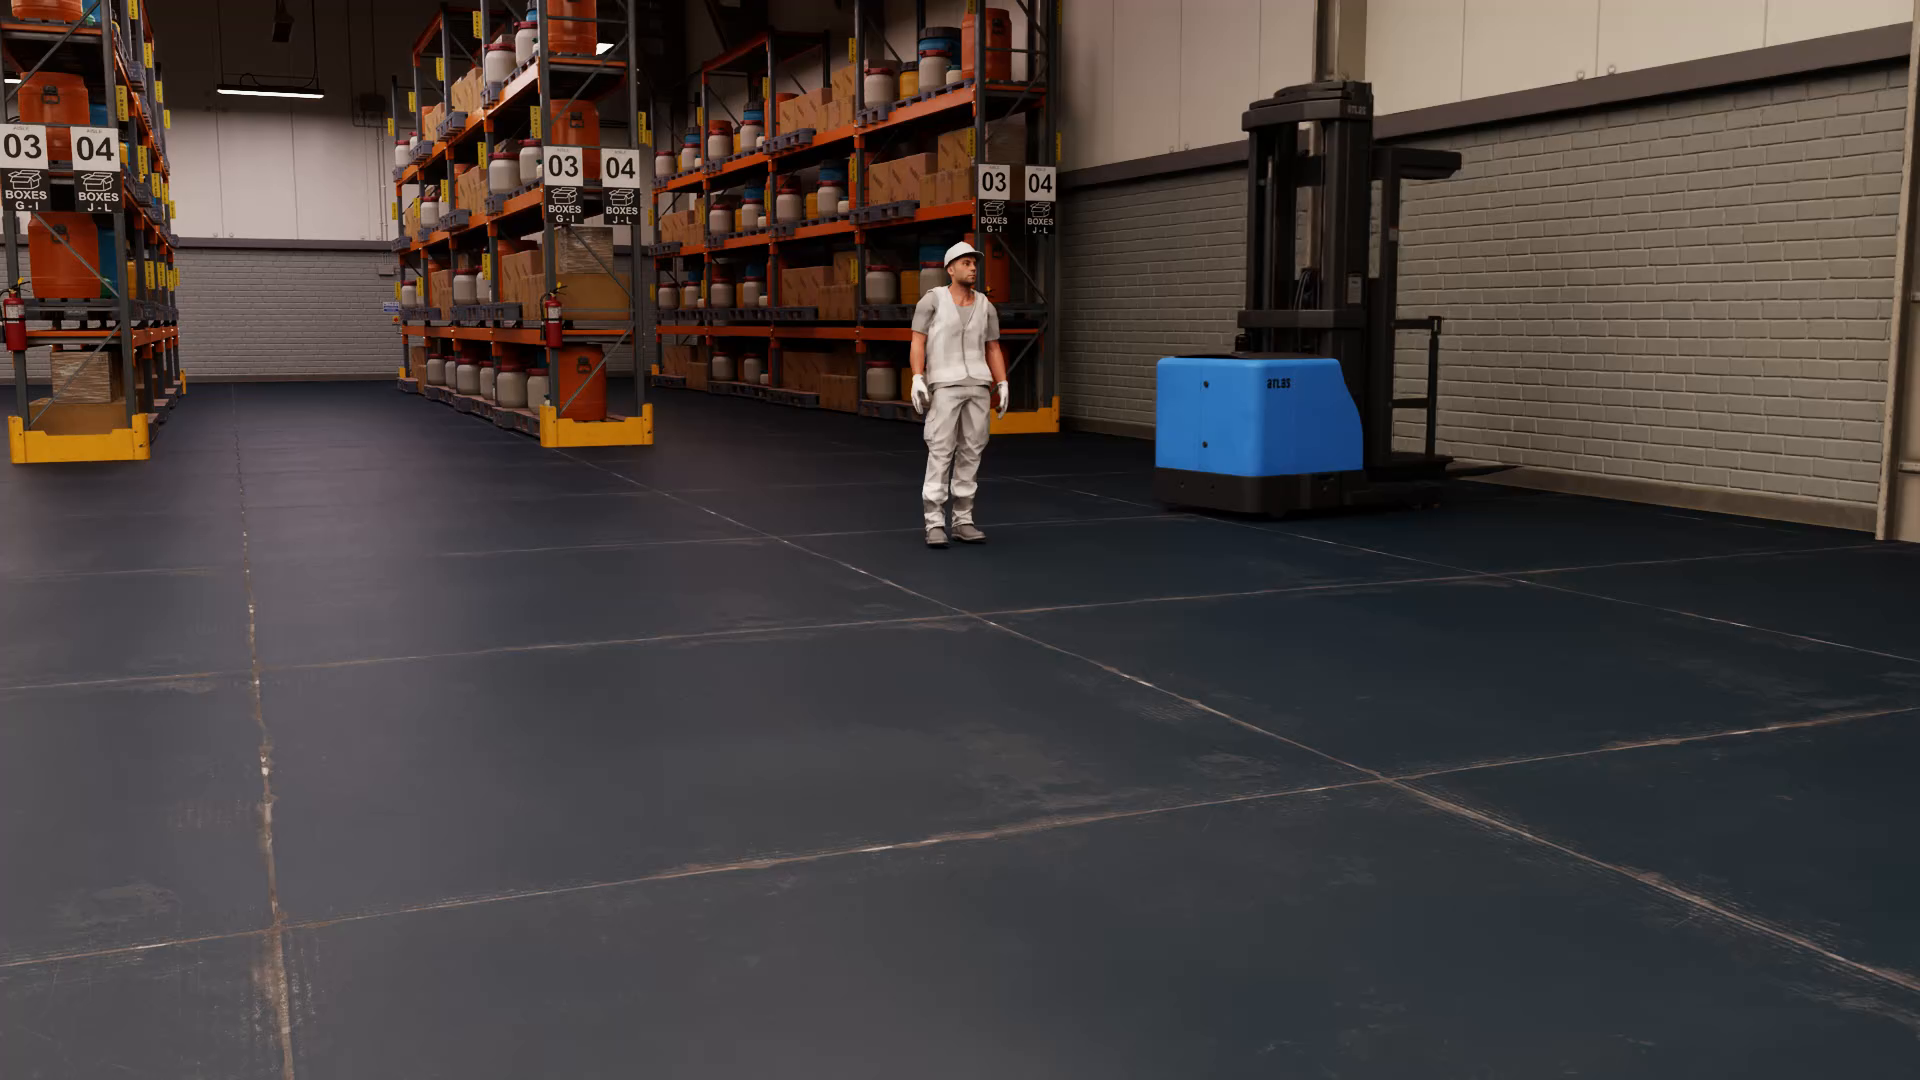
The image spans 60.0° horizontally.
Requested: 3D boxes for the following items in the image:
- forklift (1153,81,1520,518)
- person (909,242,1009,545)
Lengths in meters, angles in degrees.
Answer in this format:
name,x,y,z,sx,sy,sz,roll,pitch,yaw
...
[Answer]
name,x,y,z,sx,sy,sz,roll,pitch,yaw
forklift,2.859,-1.721,11.993,3.031,2.935,1.130,-5,9,-34
person,0.023,-0.883,9.958,0.638,1.789,0.562,-3,8,-23
